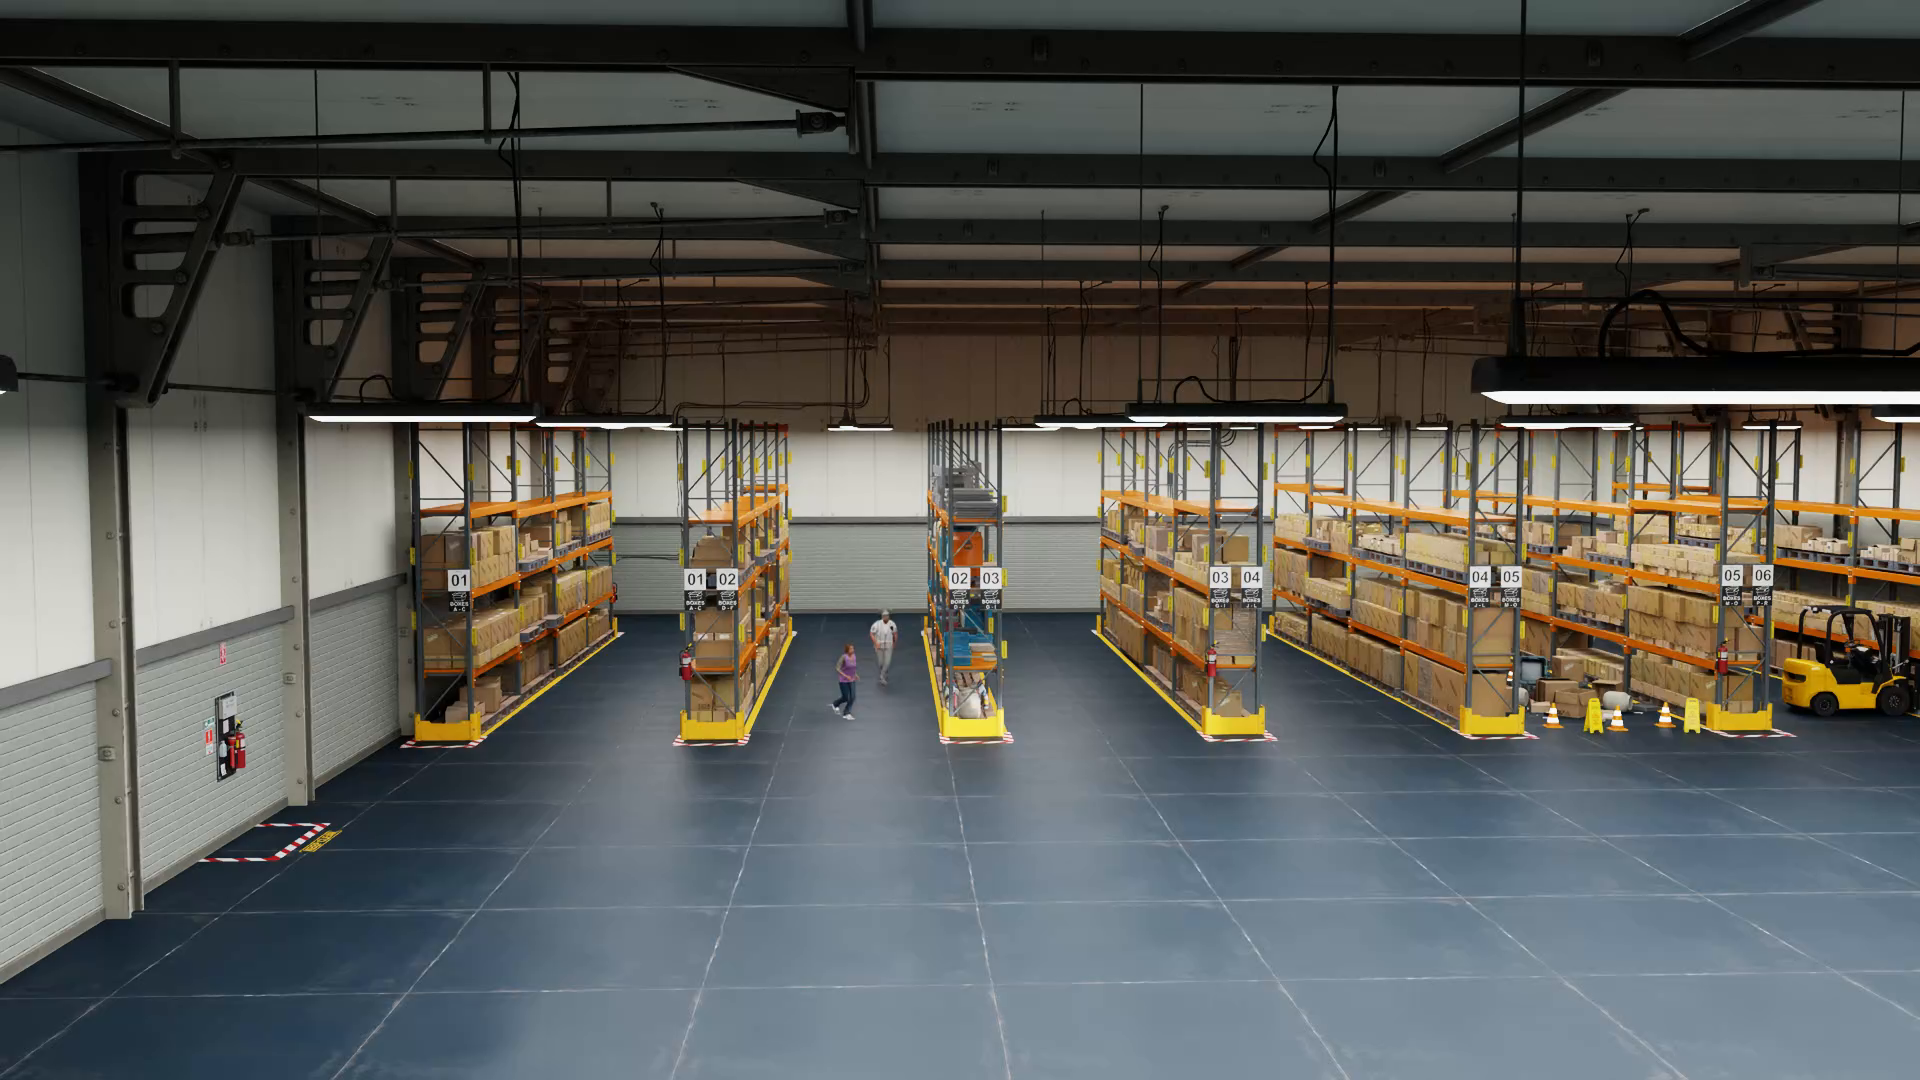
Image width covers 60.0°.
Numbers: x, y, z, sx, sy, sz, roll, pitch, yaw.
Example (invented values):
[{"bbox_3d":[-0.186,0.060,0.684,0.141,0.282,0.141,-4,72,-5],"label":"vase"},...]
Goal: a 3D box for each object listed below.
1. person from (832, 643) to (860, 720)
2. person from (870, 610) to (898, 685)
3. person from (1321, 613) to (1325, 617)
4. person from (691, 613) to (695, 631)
[{"bbox_3d":[-2.305,2.827,33.342,0.539,1.547,0.685,-3,5,-39],"label":"person"},{"bbox_3d":[-1.747,2.431,38.187,0.655,1.728,0.595,0,4,-8],"label":"person"},{"bbox_3d":[10.913,1.794,49.275,0.617,1.573,0.543,-1,4,-10],"label":"person"},{"bbox_3d":[-6.566,2.290,42.360,0.588,1.473,0.886,-1,4,-22],"label":"person"}]
